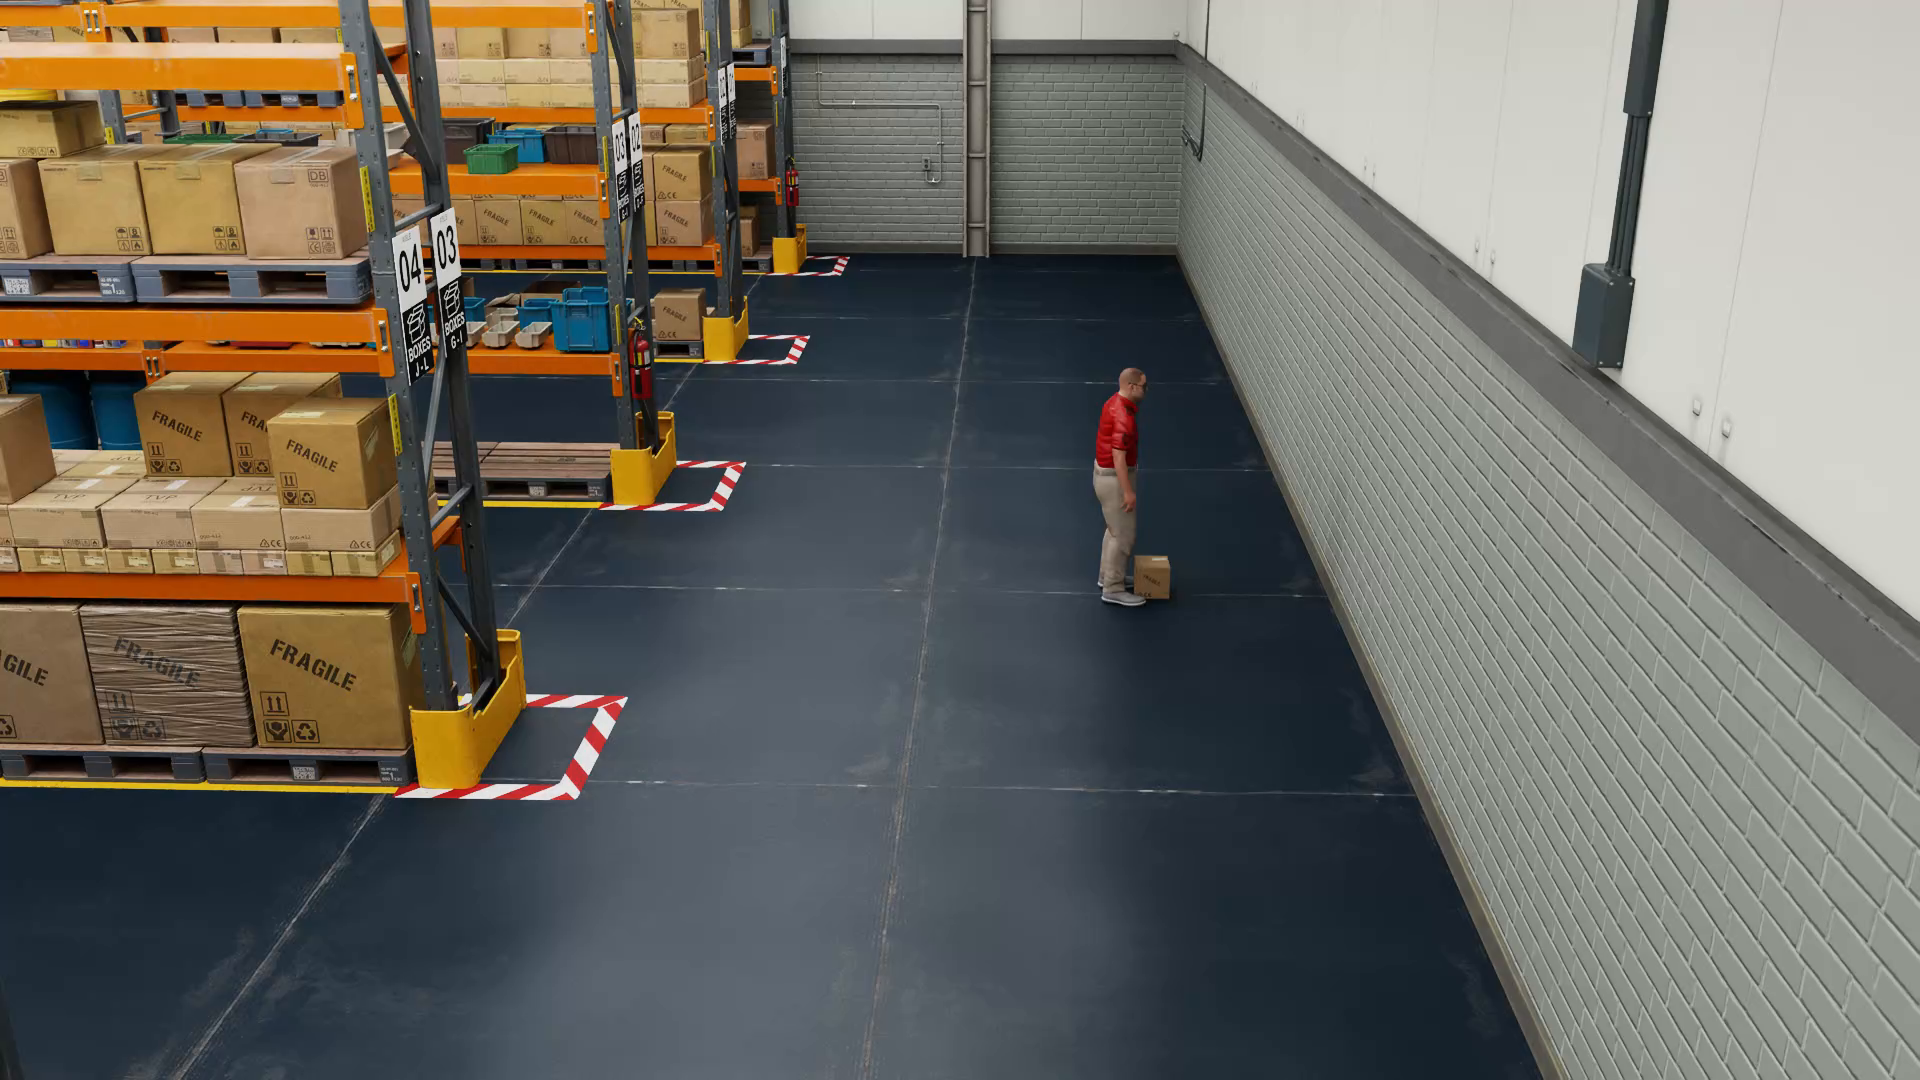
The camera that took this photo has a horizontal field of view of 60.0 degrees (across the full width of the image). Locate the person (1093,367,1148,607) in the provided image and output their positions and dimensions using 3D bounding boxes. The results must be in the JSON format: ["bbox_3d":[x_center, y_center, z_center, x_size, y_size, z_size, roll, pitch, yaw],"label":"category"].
[{"bbox_3d":[1.180,-0.416,12.204,0.394,1.726,0.604,-1,21,-2],"label":"person"}]
